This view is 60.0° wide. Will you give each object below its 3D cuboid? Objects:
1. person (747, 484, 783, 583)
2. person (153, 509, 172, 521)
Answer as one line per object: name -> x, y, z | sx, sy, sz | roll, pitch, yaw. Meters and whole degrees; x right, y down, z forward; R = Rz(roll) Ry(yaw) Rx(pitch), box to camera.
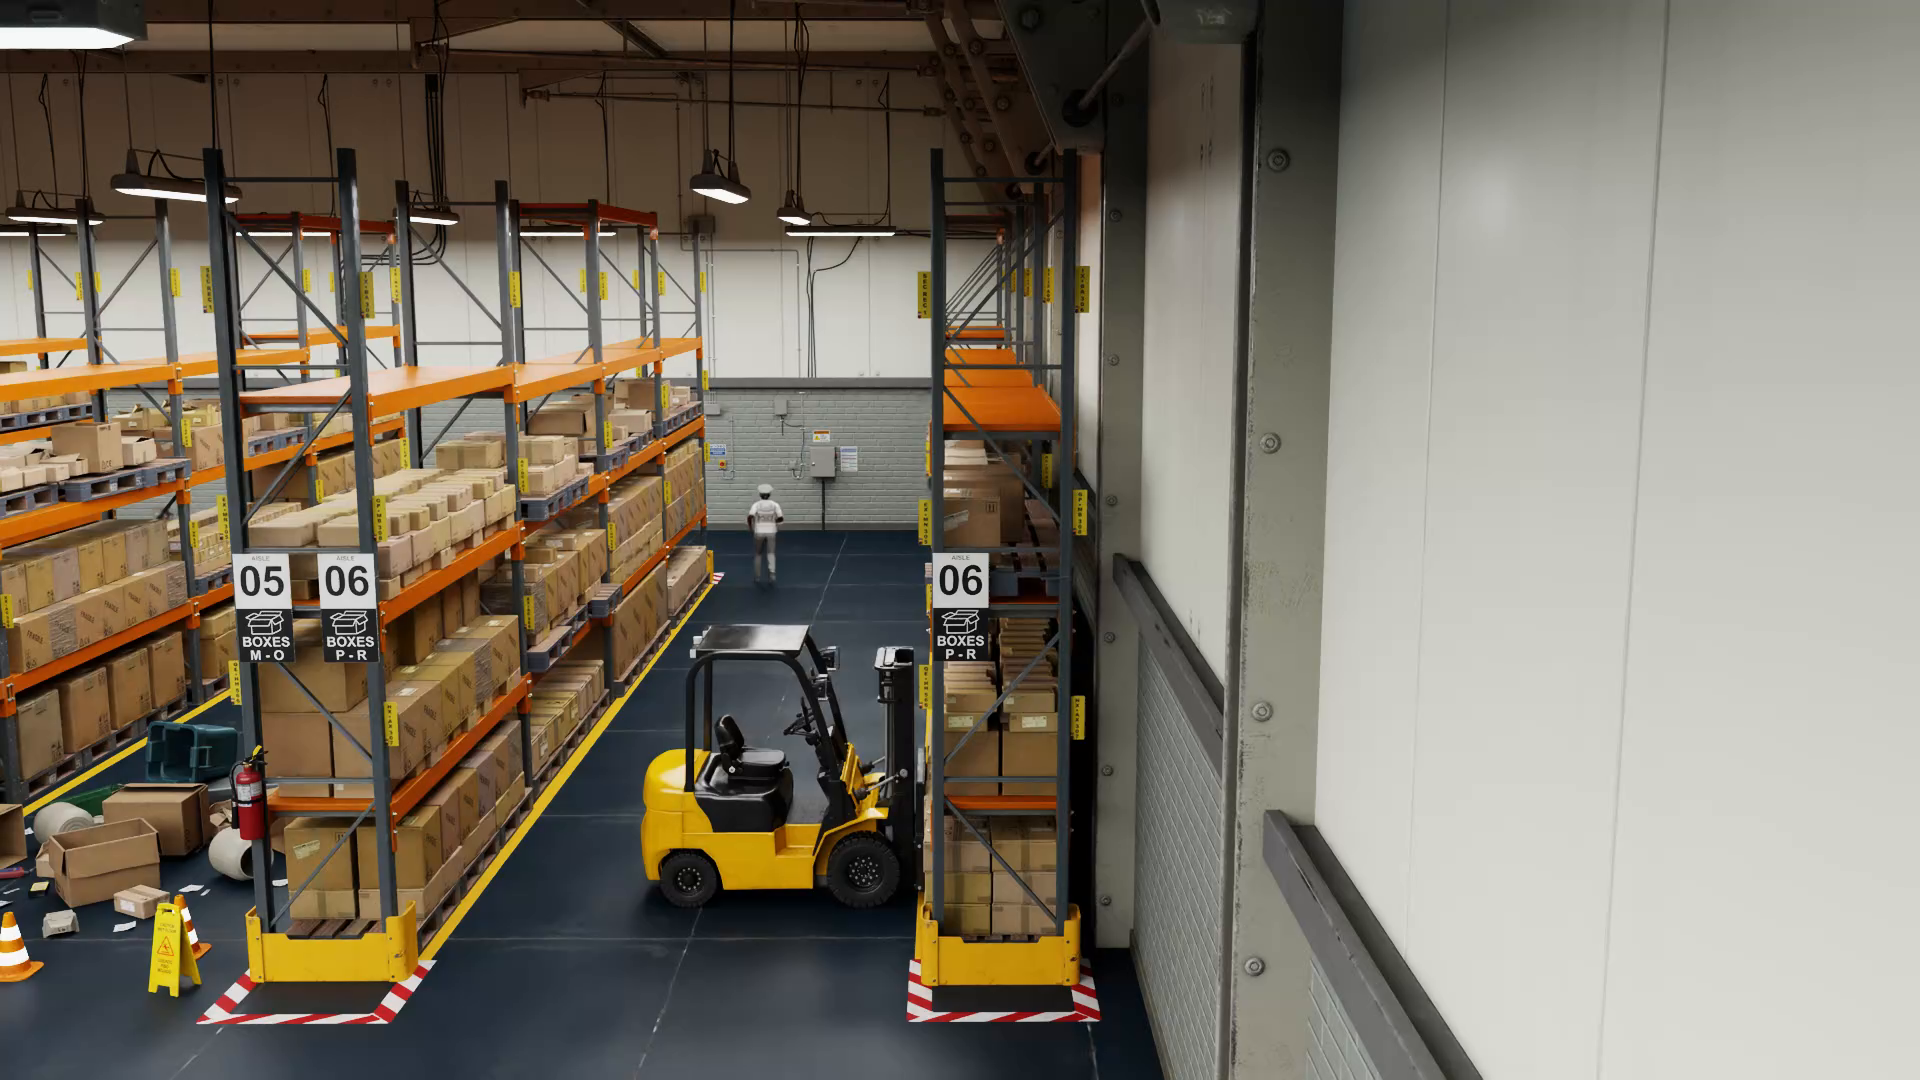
person -> -3.234, -0.086, 27.620 | 0.603, 1.691, 0.852 | -2, 9, -11
person -> -11.530, 0.440, 24.200 | 0.642, 1.843, 0.804 | 1, 9, 5
